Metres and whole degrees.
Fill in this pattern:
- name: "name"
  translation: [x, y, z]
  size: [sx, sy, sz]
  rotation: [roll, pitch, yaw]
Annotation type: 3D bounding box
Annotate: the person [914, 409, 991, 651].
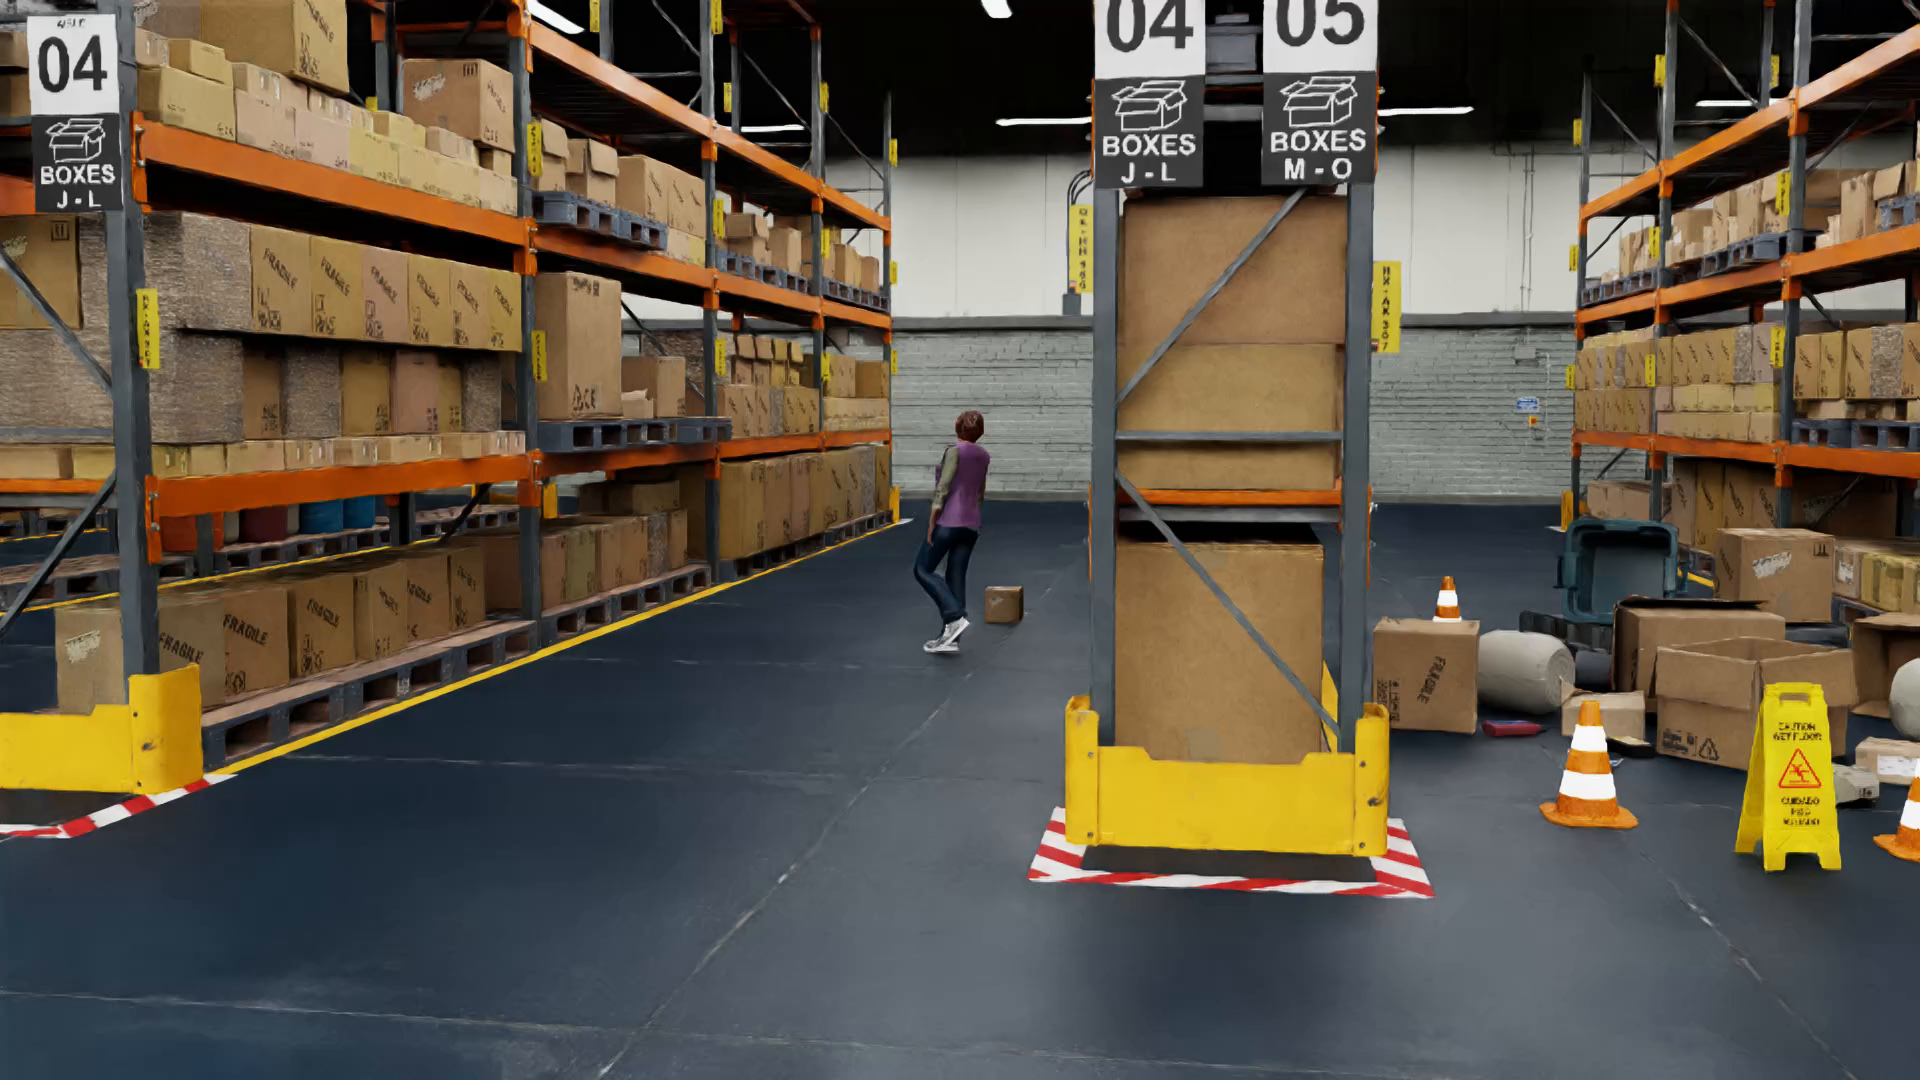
- name: "person"
  translation: [-0.033, -0.053, 10.843]
  size: [0.404, 1.579, 0.499]
  rotation: [4, 6, 42]
